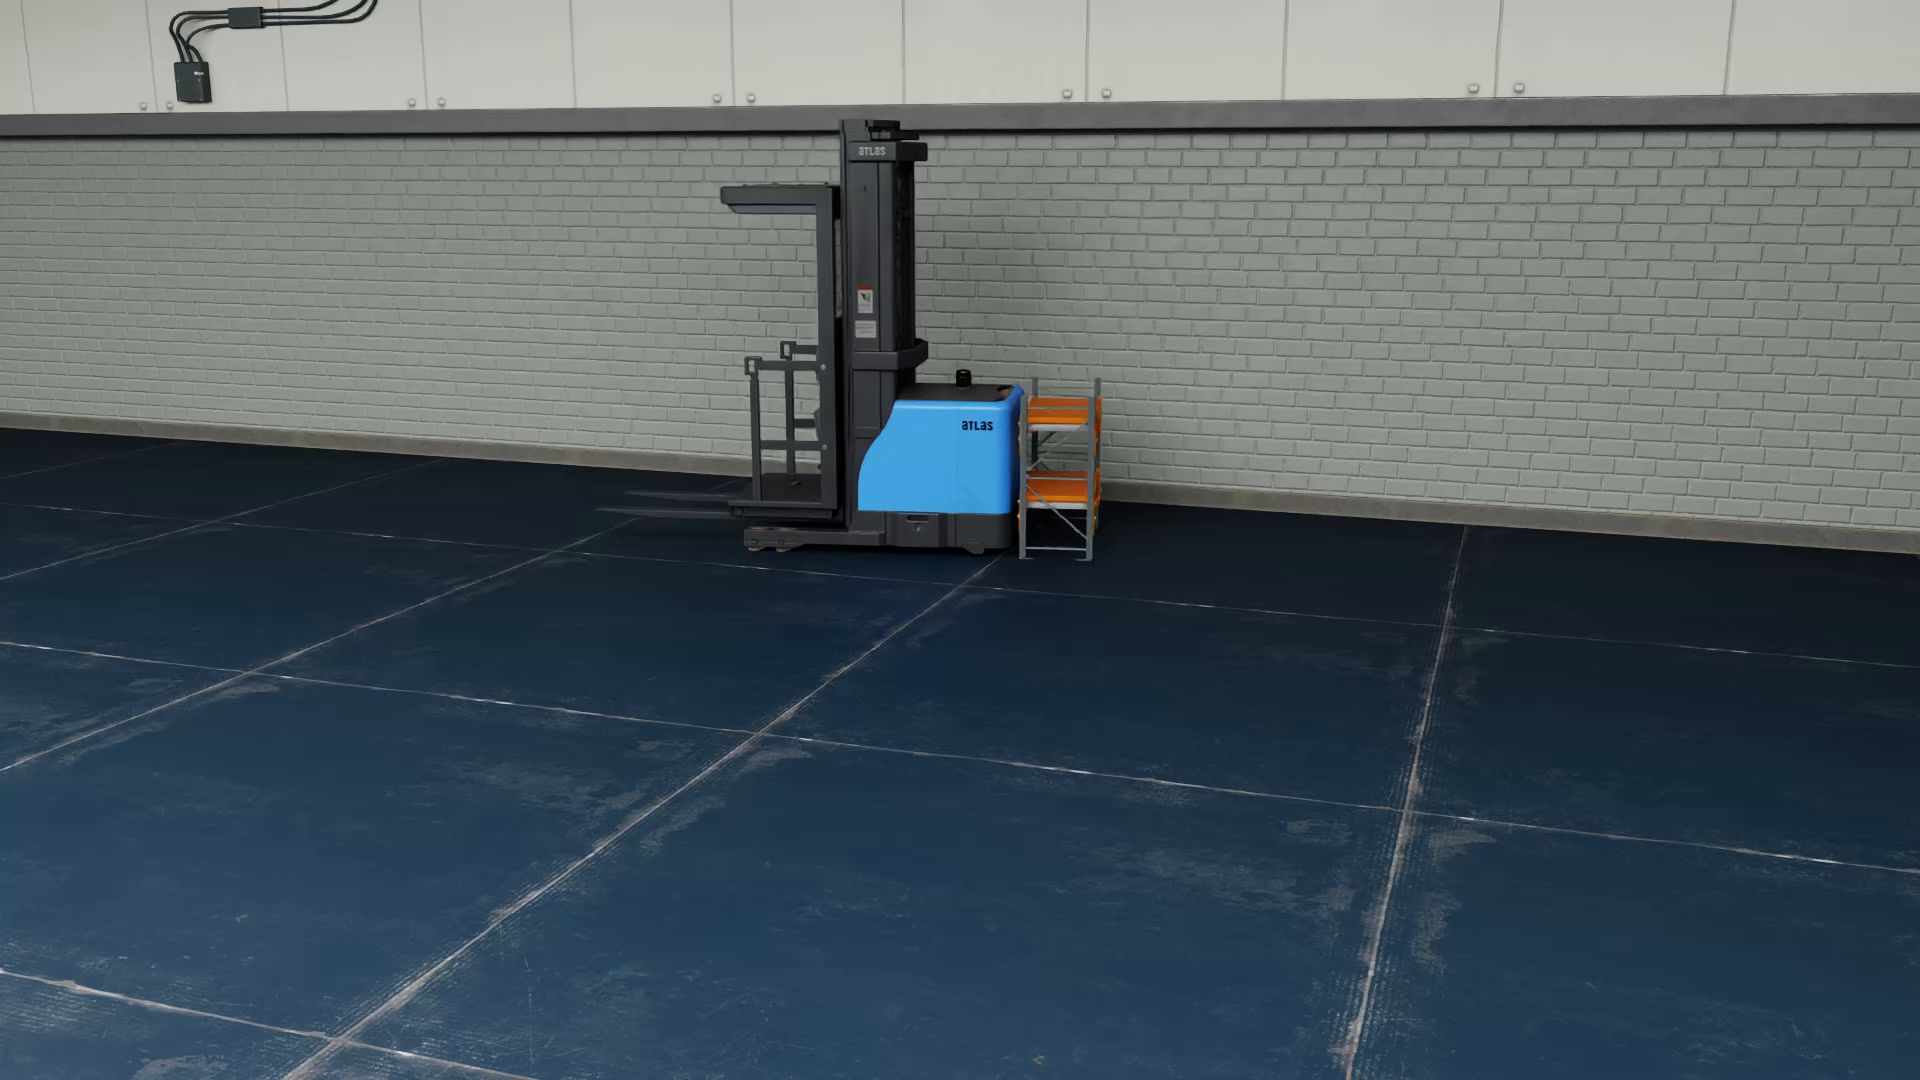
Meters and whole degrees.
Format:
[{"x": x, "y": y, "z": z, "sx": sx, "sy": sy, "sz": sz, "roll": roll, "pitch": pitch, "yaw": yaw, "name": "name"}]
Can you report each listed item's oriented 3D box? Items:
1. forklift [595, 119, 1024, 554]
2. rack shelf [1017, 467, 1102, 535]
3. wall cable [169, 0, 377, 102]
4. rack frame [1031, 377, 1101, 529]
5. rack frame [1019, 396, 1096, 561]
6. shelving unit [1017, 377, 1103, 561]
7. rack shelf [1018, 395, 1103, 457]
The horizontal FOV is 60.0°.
[{"x": -1.079, "y": -1.458, "z": 11.790, "sx": 3.031, "sy": 2.935, "sz": 1.130, "roll": 2, "pitch": 13, "yaw": 8, "name": "forklift"}, {"x": 0.718, "y": -0.288, "z": 11.820, "sx": 0.538, "sy": 0.278, "sz": 1.000, "roll": 2, "pitch": 13, "yaw": 7, "name": "rack shelf"}, {"x": -6.144, "y": -6.910, "z": 14.396, "sx": 2.305, "sy": 6.003, "sz": 0.169, "roll": 4, "pitch": 14, "yaw": 18, "name": "wall cable"}, {"x": 0.779, "y": -0.639, "z": 12.257, "sx": 0.500, "sy": 1.125, "sz": 0.032, "roll": 2, "pitch": 13, "yaw": 7, "name": "rack frame"}, {"x": 0.658, "y": -0.414, "z": 11.273, "sx": 0.500, "sy": 1.125, "sz": 0.032, "roll": 2, "pitch": 13, "yaw": 7, "name": "rack frame"}, {"x": 0.718, "y": -0.526, "z": 11.765, "sx": 0.538, "sy": 1.125, "sz": 1.048, "roll": 2, "pitch": 13, "yaw": 7, "name": "shelving unit"}, {"x": 0.718, "y": -0.812, "z": 11.700, "sx": 0.538, "sy": 0.278, "sz": 1.000, "roll": 2, "pitch": 13, "yaw": 7, "name": "rack shelf"}]
